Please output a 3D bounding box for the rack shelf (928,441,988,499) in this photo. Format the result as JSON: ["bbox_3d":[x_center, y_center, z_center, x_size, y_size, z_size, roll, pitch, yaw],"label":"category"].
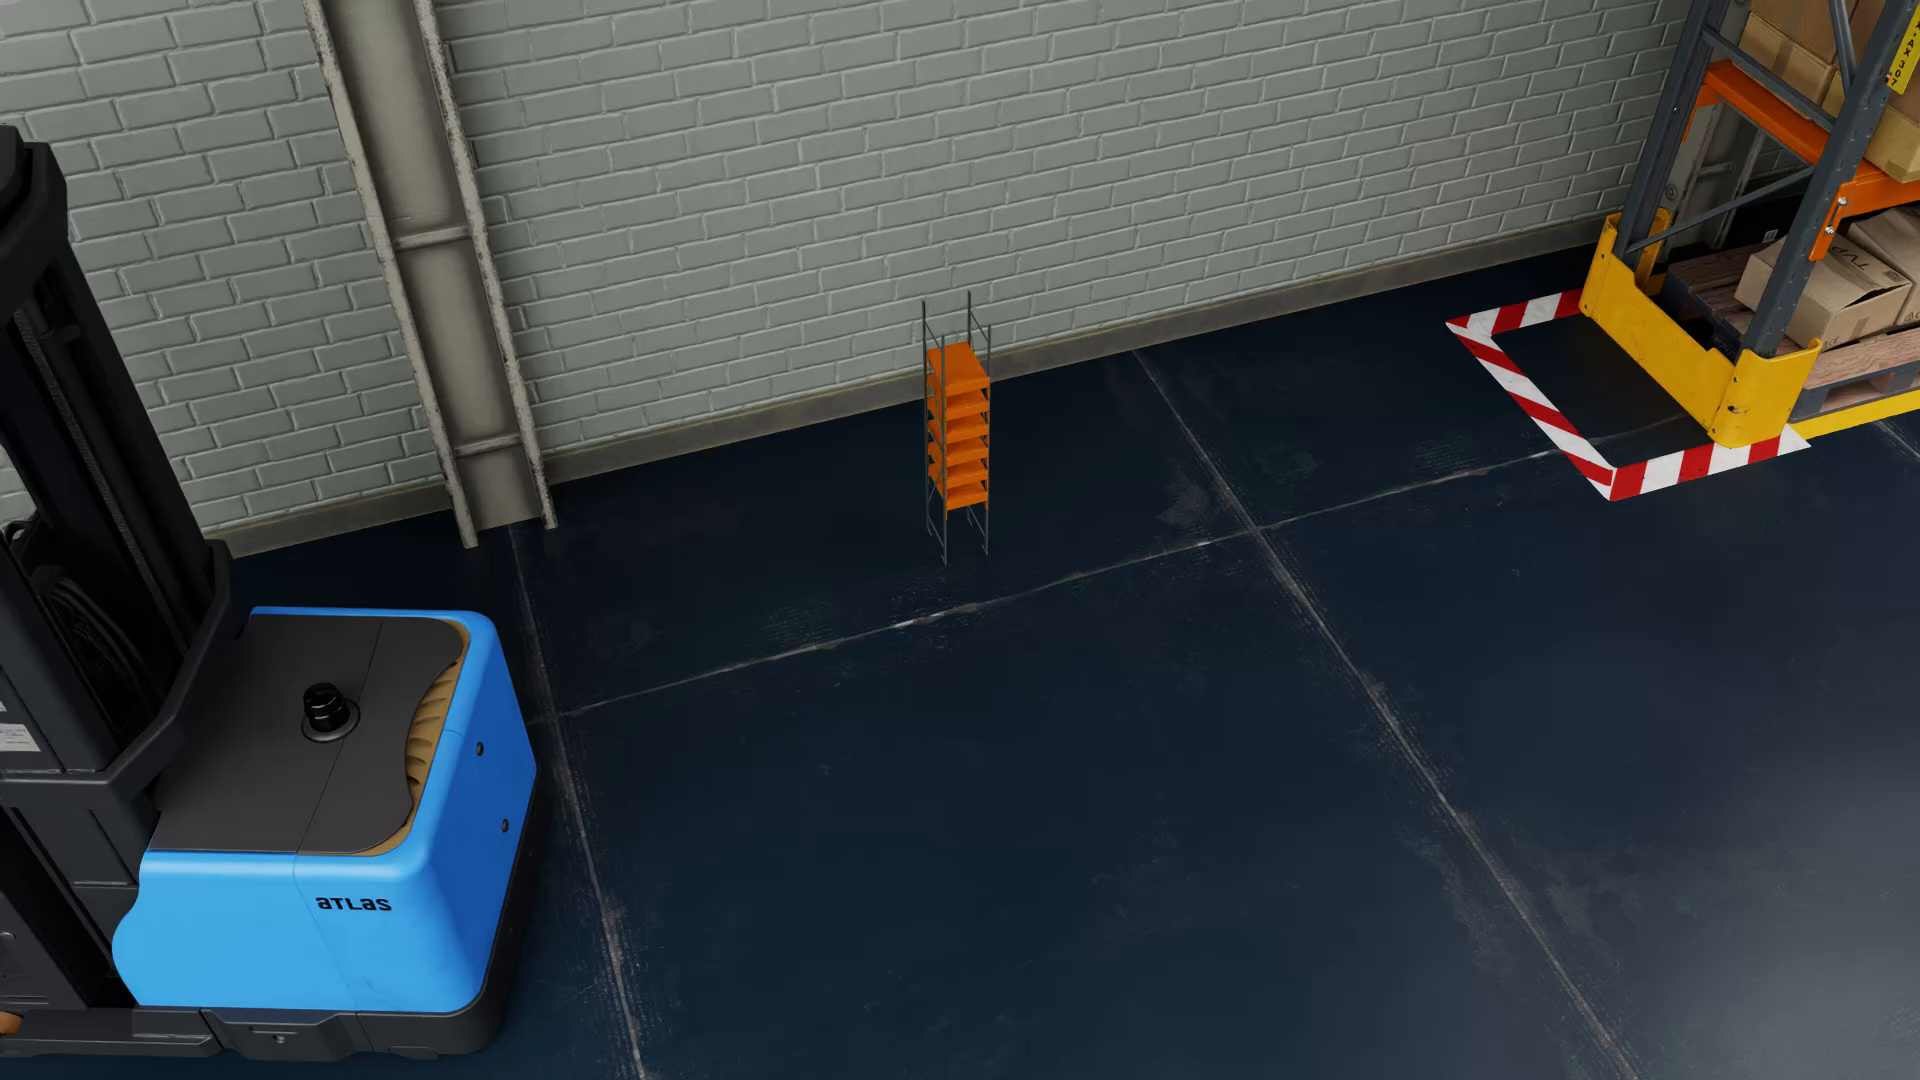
[{"bbox_3d":[-0.014,-0.304,6.747,0.180,0.103,0.258,-14,47,-14],"label":"rack shelf"}]

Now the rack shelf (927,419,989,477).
[{"bbox_3d":[-0.014,-0.389,6.662,0.180,0.103,0.258,-14,47,-14],"label":"rack shelf"}]

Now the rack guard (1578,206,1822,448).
[{"bbox_3d":[3.394,-1.005,7.708,0.348,0.500,1.175,-14,47,-14],"label":"rack guard"}]

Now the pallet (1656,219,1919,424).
[{"bbox_3d":[4.170,-1.075,7.982,1.213,0.211,1.003,-14,47,-14],"label":"pallet"}]

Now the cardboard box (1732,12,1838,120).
[{"bbox_3d":[3.696,-2.065,7.092,0.500,0.250,0.500,-14,47,-13],"label":"cardboard box"}]

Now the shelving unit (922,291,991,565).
[{"bbox_3d":[-0.014,-0.420,6.631,0.189,1.200,0.258,-14,47,-14],"label":"shelving unit"}]

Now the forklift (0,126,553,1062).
[{"bbox_3d":[-2.992,0.263,4.728,3.031,2.935,1.130,1,45,1],"label":"forklift"}]

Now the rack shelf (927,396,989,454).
[{"bbox_3d":[-0.014,-0.473,6.577,0.180,0.103,0.258,-14,47,-14],"label":"rack shelf"}]

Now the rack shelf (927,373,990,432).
[{"bbox_3d":[-0.014,-0.558,6.492,0.180,0.103,0.258,-14,47,-14],"label":"rack shelf"}]

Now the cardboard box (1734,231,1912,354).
[{"bbox_3d":[4.003,-1.182,7.707,0.500,0.311,0.500,-19,48,-18],"label":"cardboard box"}]

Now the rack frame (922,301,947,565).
[{"bbox_3d":[-0.100,-0.398,6.609,0.006,1.200,0.240,-14,47,-14],"label":"rack frame"}]

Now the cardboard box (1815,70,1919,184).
[{"bbox_3d":[3.889,-1.730,6.757,0.500,0.250,0.500,-16,47,-15],"label":"cardboard box"}]

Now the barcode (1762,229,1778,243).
[{"bbox_3d":[3.885,-1.456,7.974,0.075,0.075,0.001,-14,47,-14],"label":"barcode"}]

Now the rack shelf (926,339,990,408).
[{"bbox_3d":[-0.014,-0.643,6.407,0.180,0.103,0.258,-14,47,-14],"label":"rack shelf"}]

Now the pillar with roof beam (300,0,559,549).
[{"bbox_3d":[-0.495,-0.421,1.126,0.400,9.000,9.100,-14,47,-14],"label":"pillar with roof beam"}]

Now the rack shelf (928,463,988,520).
[{"bbox_3d":[-0.014,-0.219,6.832,0.180,0.103,0.258,-14,47,-14],"label":"rack shelf"}]

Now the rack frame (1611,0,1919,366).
[{"bbox_3d":[3.322,-1.870,6.805,0.127,3.000,1.000,-14,47,-14],"label":"rack frame"}]

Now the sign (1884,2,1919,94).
[{"bbox_3d":[3.507,-1.814,6.138,0.005,0.325,0.100,-14,47,-14],"label":"sign"}]

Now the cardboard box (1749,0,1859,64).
[{"bbox_3d":[3.693,-2.343,6.839,0.500,0.500,0.500,-15,47,-14],"label":"cardboard box"}]

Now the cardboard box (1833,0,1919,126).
[{"bbox_3d":[3.873,-2.003,6.500,0.500,0.500,0.500,-14,47,-14],"label":"cardboard box"}]

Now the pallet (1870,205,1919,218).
[{"bbox_3d":[5.315,-1.366,8.272,1.213,0.211,1.003,-14,47,-14],"label":"pallet"}]

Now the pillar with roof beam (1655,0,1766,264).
[{"bbox_3d":[5.149,-1.864,2.564,0.400,9.000,9.100,-14,47,-14],"label":"pillar with roof beam"}]

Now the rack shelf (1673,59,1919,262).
[{"bbox_3d":[5.203,-2.097,7.539,4.000,0.370,1.077,-14,47,-14],"label":"rack shelf"}]

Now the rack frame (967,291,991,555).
[{"bbox_3d":[0.072,-0.442,6.653,0.006,1.200,0.240,-14,47,-14],"label":"rack frame"}]

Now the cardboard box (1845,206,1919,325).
[{"bbox_3d":[4.540,-1.319,7.844,0.500,0.311,0.500,-11,46,-11],"label":"cardboard box"}]
